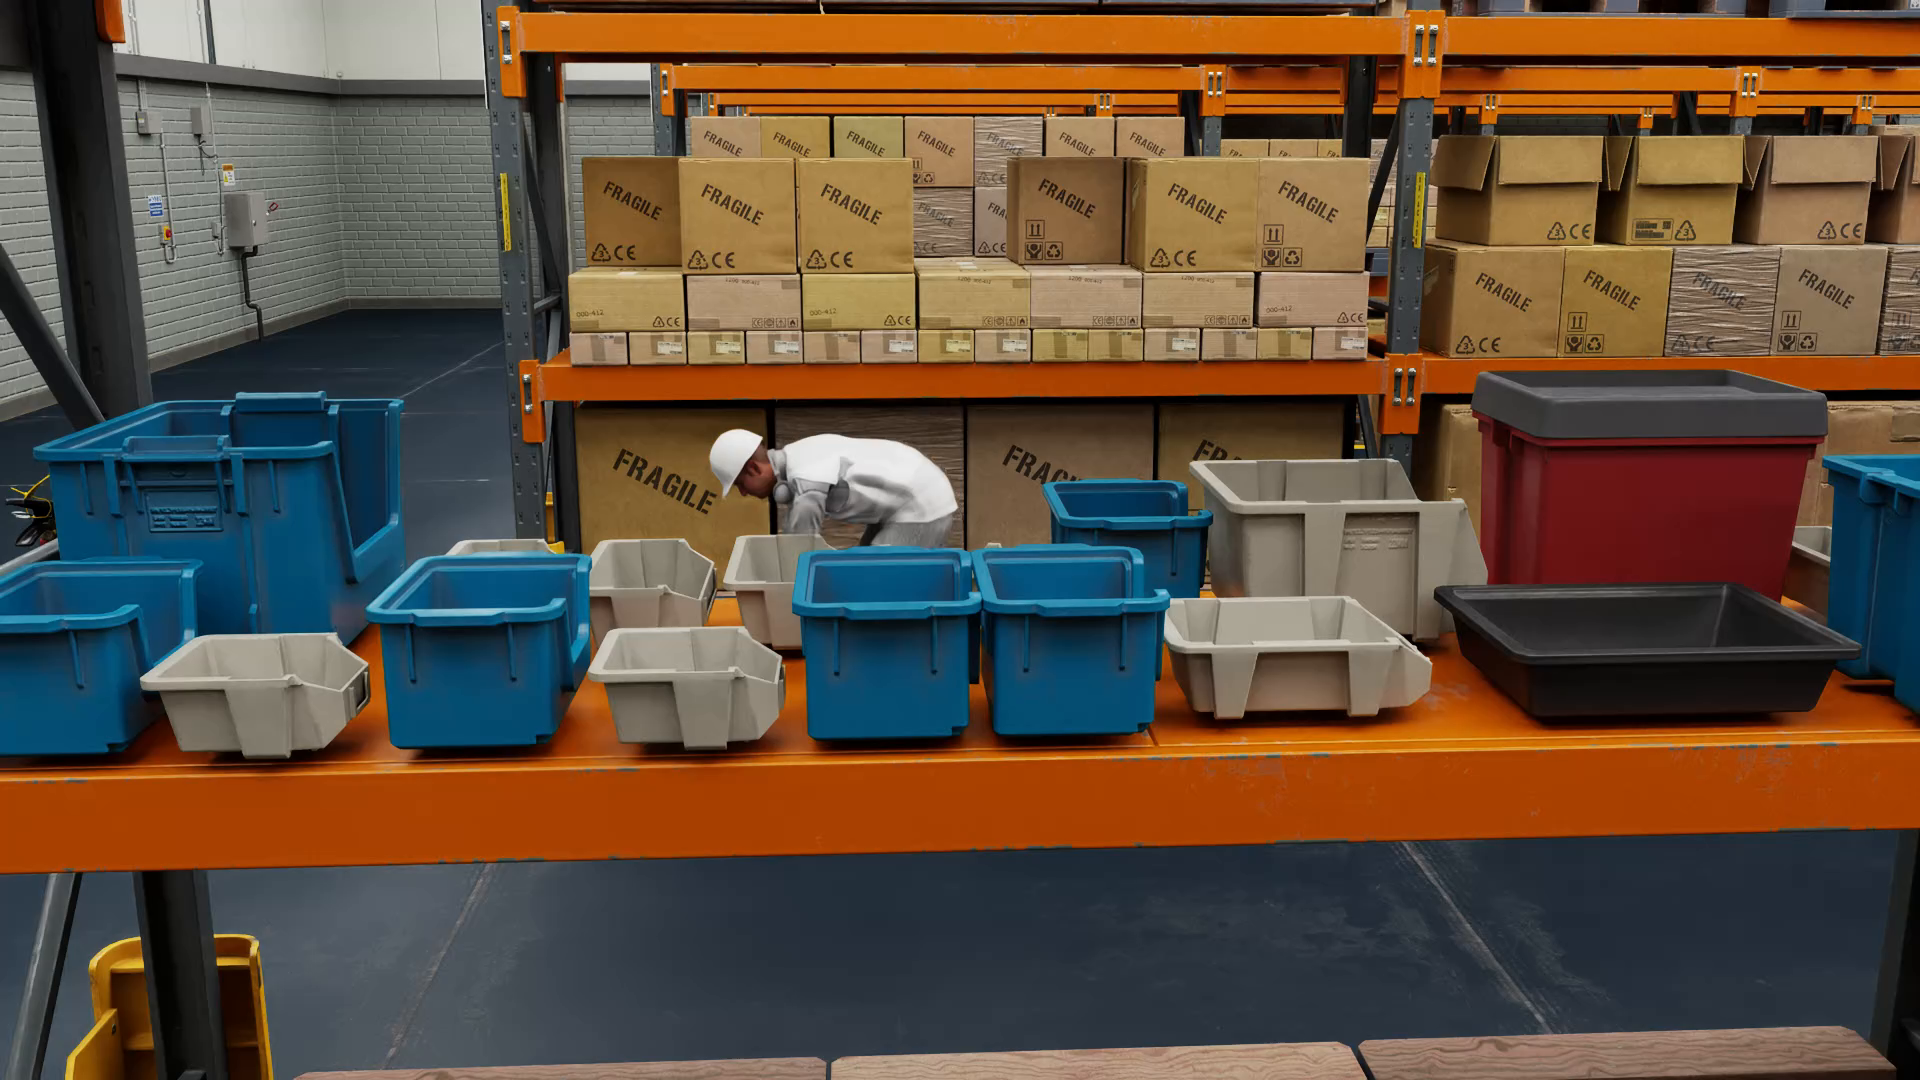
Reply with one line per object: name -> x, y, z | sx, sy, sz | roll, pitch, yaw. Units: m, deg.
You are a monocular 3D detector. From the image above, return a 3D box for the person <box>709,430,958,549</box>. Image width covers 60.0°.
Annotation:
person -> -0.509, 0.111, 6.802 | 0.989, 1.154, 0.493 | -1, 13, -6
